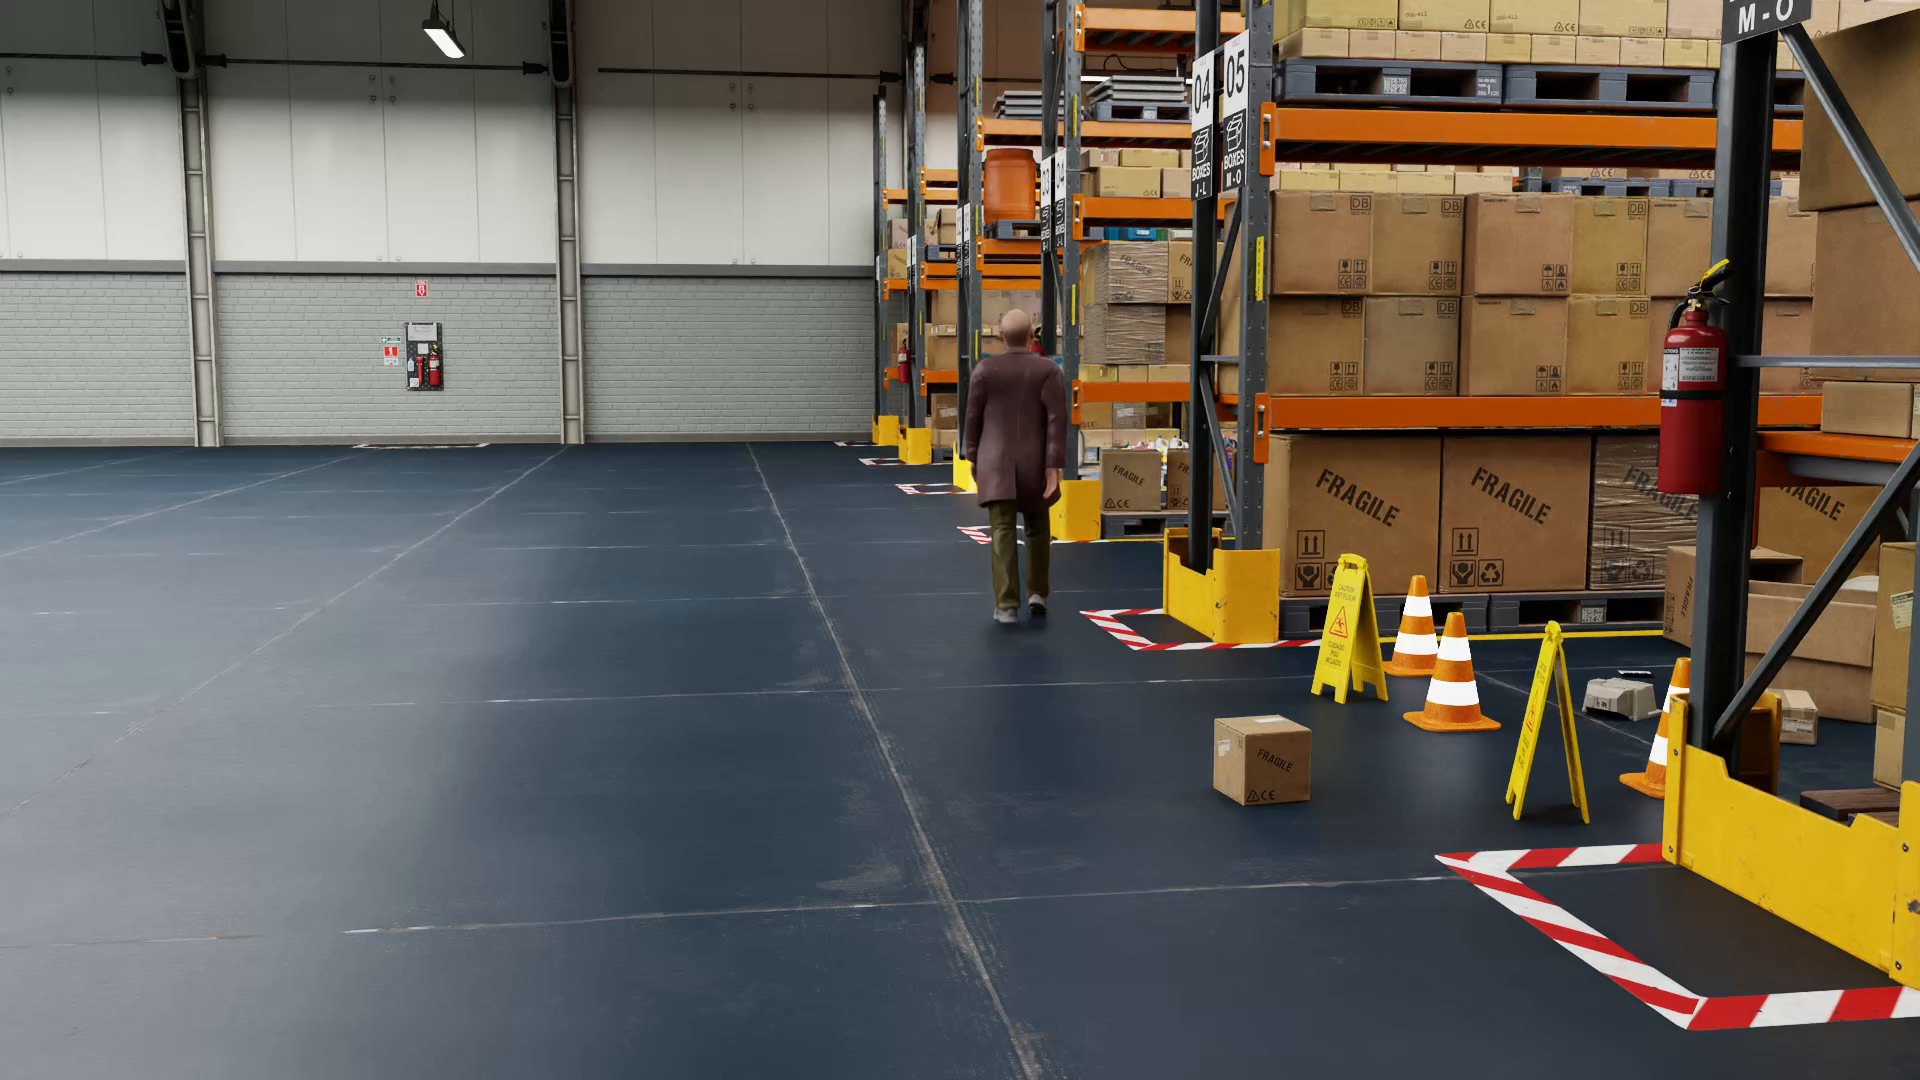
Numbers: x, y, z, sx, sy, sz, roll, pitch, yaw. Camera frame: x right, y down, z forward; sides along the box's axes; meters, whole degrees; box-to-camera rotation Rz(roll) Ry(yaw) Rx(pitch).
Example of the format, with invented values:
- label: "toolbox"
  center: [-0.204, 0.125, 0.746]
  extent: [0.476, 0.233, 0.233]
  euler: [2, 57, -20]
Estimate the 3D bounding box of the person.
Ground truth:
- label: "person"
  center: [0.317, -0.421, 9.519]
  extent: [0.577, 1.777, 0.917]
  euler: [0, 6, 0]
